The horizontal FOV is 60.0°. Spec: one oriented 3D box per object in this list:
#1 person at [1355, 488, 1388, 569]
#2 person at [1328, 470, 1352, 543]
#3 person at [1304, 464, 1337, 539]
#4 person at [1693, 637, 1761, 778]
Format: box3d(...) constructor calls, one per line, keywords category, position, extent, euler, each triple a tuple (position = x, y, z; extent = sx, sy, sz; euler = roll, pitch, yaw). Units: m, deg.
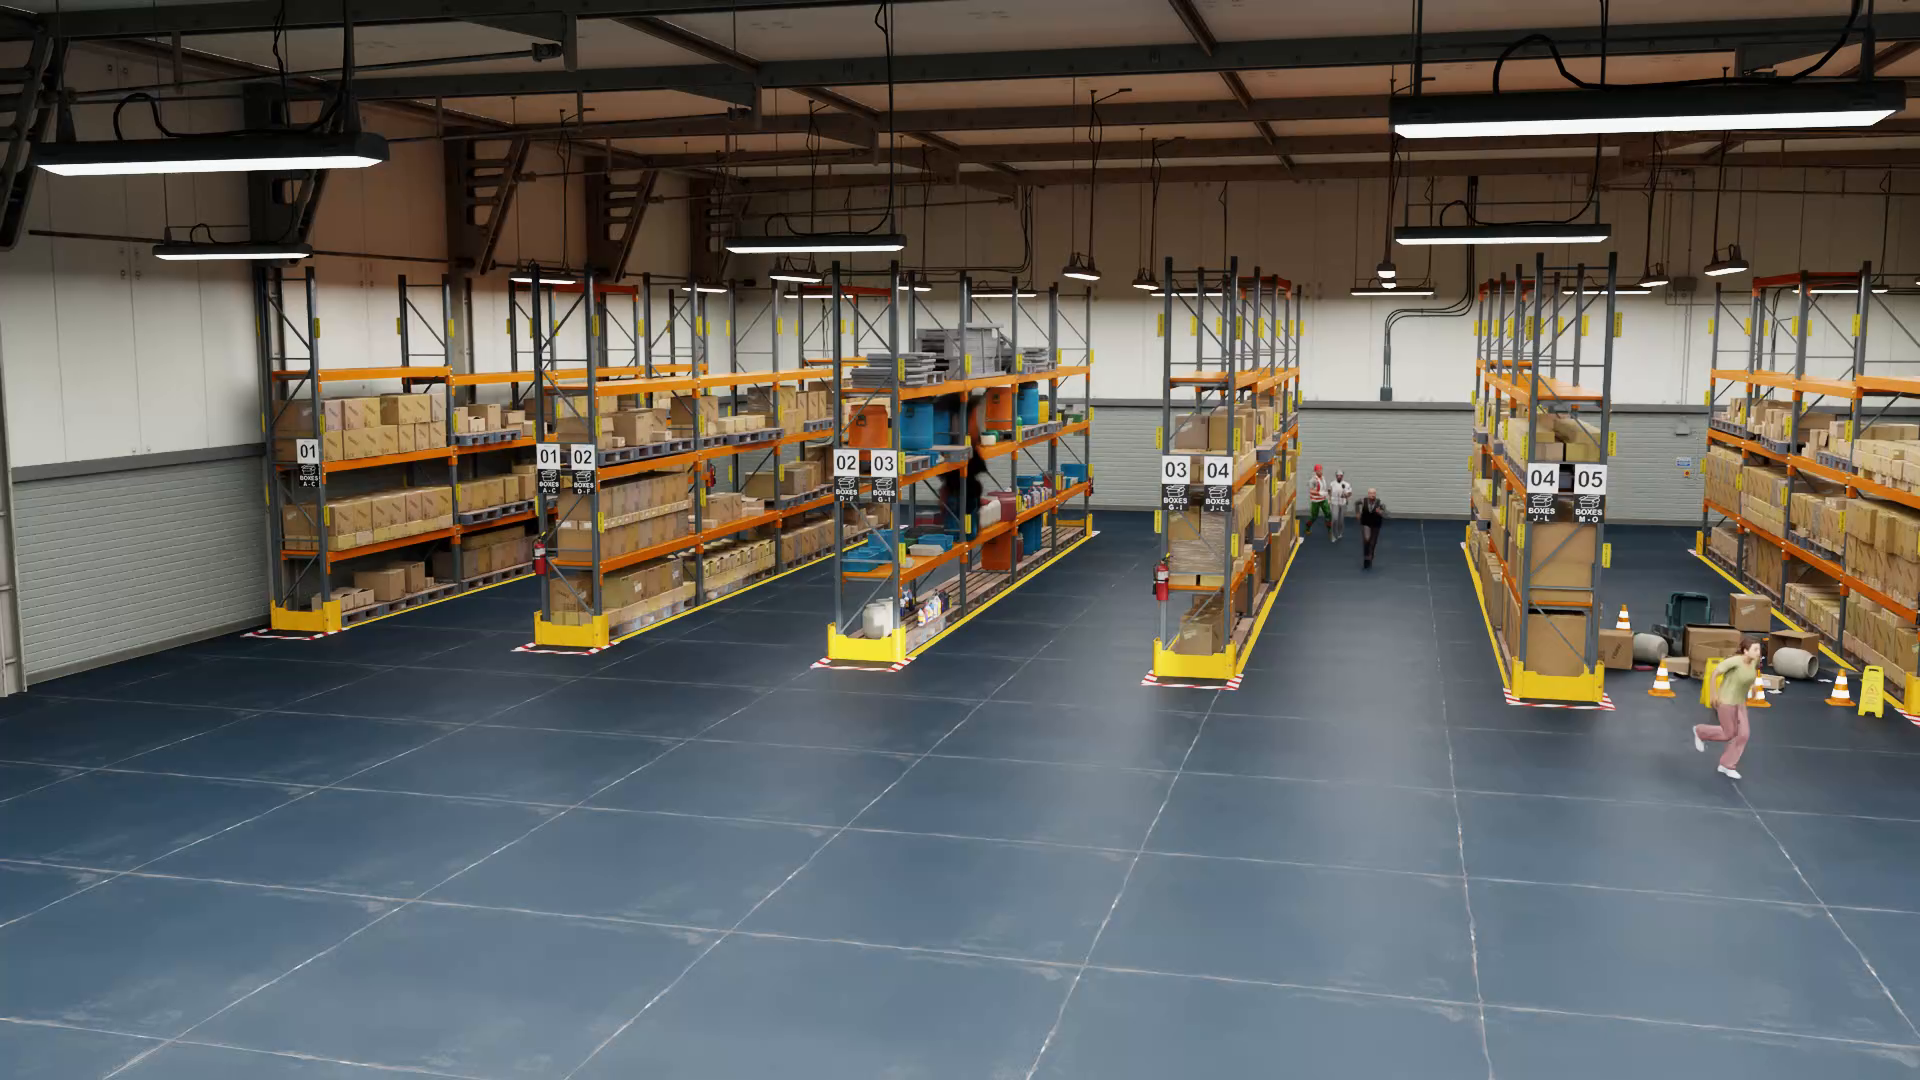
box3d(category="person", position=(8.620, -0.260, 34.921), extent=(0.647, 1.692, 0.924), euler=(1, 7, 6))
box3d(category="person", position=(8.950, -0.798, 39.203), extent=(0.555, 1.747, 0.717), euler=(2, 7, 13))
box3d(category="person", position=(8.552, -0.929, 39.743), extent=(0.698, 1.787, 0.890), euler=(-5, 9, -33))
box3d(category="person", position=(8.687, 1.854, 18.840), extent=(0.576, 1.612, 0.777), euler=(-4, 8, -30))
